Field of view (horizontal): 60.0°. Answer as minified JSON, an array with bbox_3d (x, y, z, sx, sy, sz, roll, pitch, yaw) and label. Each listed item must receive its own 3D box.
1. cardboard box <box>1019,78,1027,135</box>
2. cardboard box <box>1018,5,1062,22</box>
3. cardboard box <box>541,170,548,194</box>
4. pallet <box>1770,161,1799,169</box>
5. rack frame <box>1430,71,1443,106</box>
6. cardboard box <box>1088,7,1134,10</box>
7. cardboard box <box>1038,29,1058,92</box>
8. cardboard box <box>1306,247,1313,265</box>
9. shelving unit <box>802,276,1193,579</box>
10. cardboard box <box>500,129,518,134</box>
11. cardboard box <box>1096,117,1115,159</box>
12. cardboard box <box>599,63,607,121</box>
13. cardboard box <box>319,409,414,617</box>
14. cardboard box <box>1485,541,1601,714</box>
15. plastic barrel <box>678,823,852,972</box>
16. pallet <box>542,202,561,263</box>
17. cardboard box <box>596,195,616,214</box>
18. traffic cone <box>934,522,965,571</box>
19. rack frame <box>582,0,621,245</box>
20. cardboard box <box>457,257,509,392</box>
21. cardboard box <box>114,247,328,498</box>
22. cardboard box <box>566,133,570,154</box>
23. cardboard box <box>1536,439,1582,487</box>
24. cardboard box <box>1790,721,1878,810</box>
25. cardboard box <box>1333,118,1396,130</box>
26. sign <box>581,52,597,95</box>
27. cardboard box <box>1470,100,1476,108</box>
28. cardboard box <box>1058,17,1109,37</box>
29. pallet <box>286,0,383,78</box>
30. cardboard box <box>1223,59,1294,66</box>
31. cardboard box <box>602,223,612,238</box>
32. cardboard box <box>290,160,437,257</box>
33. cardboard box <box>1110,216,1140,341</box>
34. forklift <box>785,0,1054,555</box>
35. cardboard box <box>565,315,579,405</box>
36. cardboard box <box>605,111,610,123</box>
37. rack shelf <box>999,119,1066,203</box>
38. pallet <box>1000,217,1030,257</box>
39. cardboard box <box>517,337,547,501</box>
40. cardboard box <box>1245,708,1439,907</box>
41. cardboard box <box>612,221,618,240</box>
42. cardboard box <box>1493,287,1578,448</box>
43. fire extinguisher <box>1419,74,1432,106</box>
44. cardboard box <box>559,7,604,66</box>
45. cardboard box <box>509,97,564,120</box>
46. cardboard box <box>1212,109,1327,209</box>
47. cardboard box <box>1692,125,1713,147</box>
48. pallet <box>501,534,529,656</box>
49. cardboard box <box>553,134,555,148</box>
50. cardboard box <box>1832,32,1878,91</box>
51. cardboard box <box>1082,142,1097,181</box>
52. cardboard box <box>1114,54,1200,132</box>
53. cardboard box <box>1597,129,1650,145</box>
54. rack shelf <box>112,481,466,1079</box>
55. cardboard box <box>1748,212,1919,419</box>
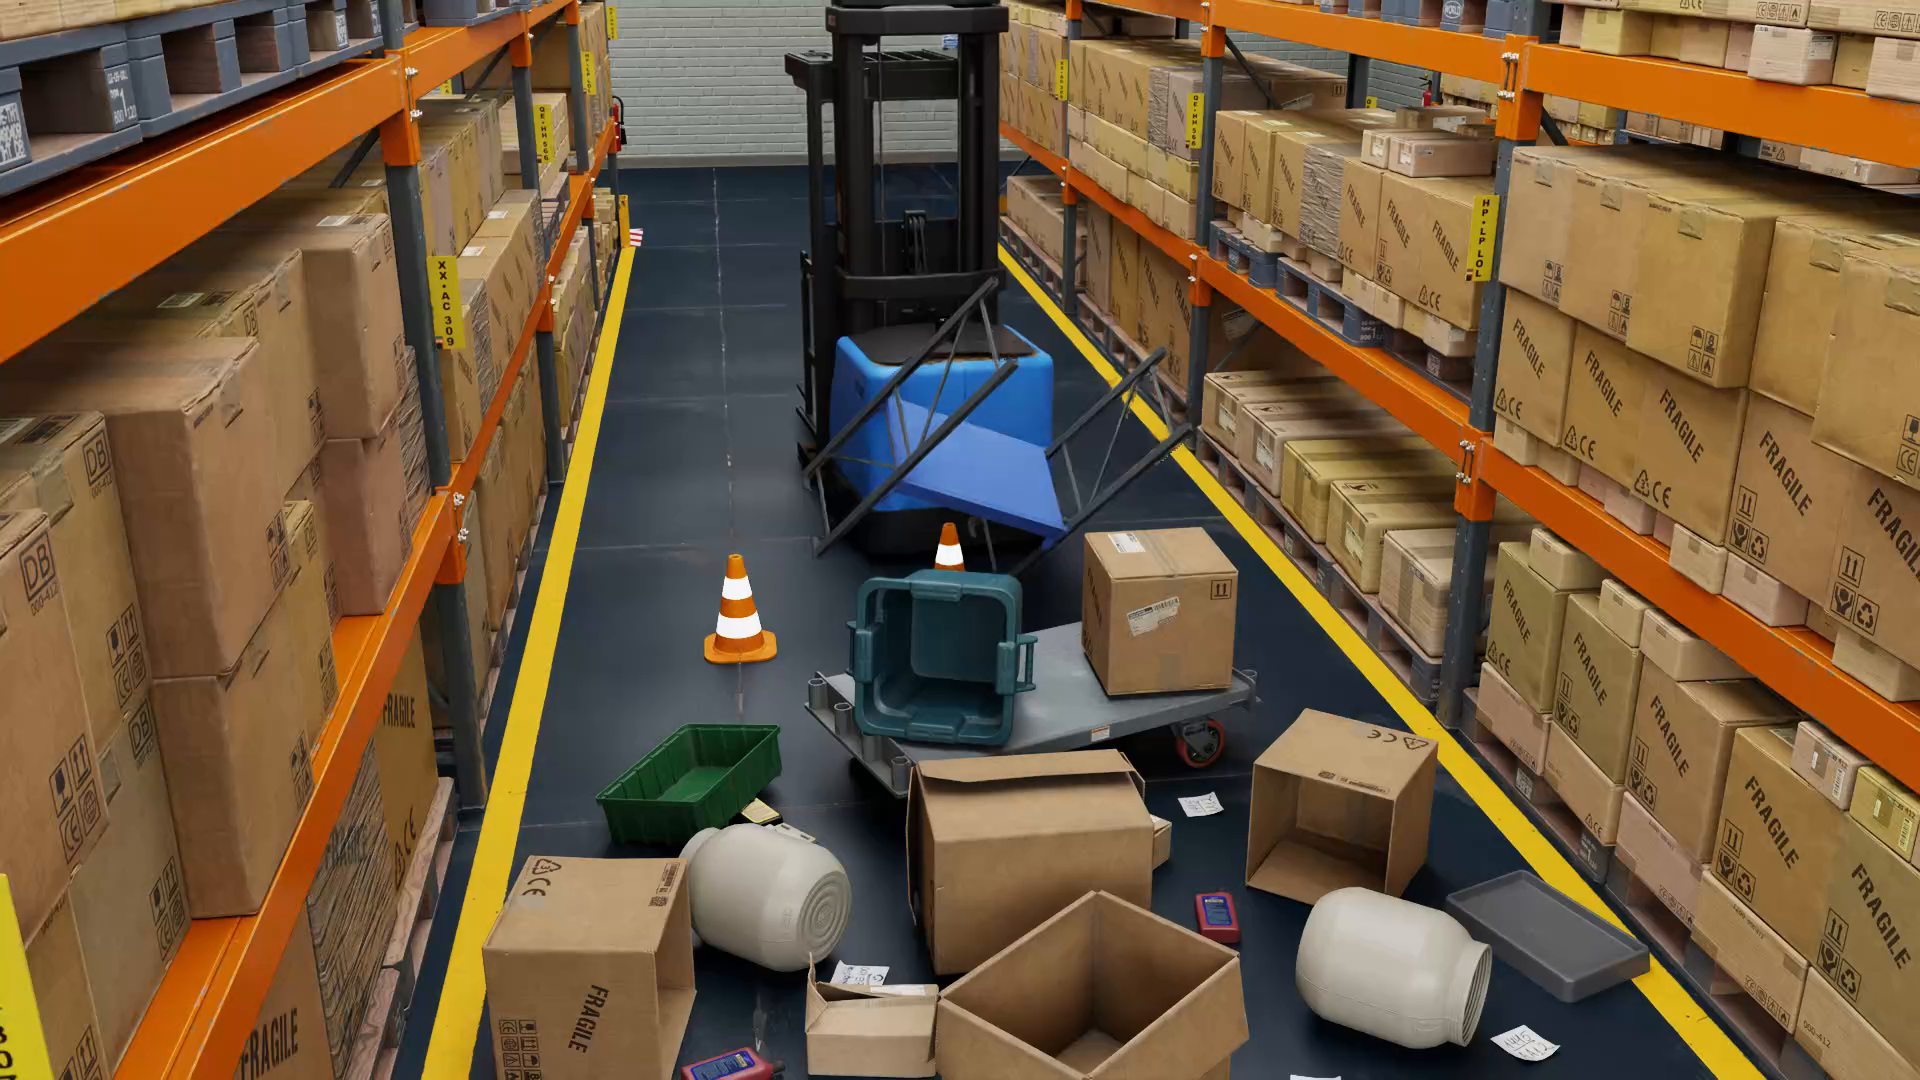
[{"bbox_3d":[0.846,-4.137,15.862,0.500,0.500,0.500,-2,21,-6],"label":"cardboard box"},{"bbox_3d":[0.766,-5.026,15.887,0.380,0.149,0.250,-3,21,-7],"label":"cardboard box"},{"bbox_3d":[-2.938,-2.355,10.994,0.380,0.149,0.250,-2,21,-6],"label":"cardboard box"},{"bbox_3d":[6.596,-2.859,12.858,1.003,0.211,1.213,-3,21,-8],"label":"pallet"},{"bbox_3d":[5.728,-5.045,18.438,1.000,3.000,0.127,-3,21,-8],"label":"rack frame"},{"bbox_3d":[1.404,-4.879,15.492,0.380,0.149,0.250,-3,21,-8],"label":"cardboard box"},{"bbox_3d":[0.987,-4.250,14.735,0.500,0.500,0.500,-3,21,-9],"label":"cardboard box"},{"bbox_3d":[2.044,-1.513,8.738,0.380,0.149,0.250,-2,21,-6],"label":"cardboard box"},{"bbox_3d":[0.142,-0.409,7.711,1.048,1.500,0.538,16,48,-35],"label":"shelving unit"},{"bbox_3d":[-2.899,-2.537,10.629,0.380,0.149,0.250,-4,21,-10],"label":"cardboard box"},{"bbox_3d":[1.327,-3.051,12.598,0.500,0.250,0.500,-3,21,-7],"label":"cardboard box"},{"bbox_3d":[-3.596,-4.199,15.604,0.500,0.500,0.500,-3,21,-8],"label":"cardboard box"},{"bbox_3d":[-2.171,-0.108,5.004,0.875,0.550,0.550,-3,21,-8],"label":"cardboard box"},{"bbox_3d":[2.364,0.319,6.333,0.500,0.500,0.500,-2,21,-5],"label":"cardboard box"},{"bbox_3d":[-0.656,1.168,5.484,0.512,0.421,0.421,12,24,30],"label":"plastic barrel"},{"bbox_3d":[-3.122,-1.891,10.266,1.213,0.211,1.003,-3,21,-8],"label":"pallet"},{"bbox_3d":[-3.598,-3.305,16.403,0.380,0.149,0.250,-3,21,-9],"label":"cardboard box"},{"bbox_3d":[-0.049,0.141,8.178,0.336,0.463,0.334,-3,21,-8],"label":"traffic cone"},{"bbox_3d":[-4.067,-4.509,17.002,1.000,3.000,0.127,-3,21,-8],"label":"rack frame"},{"bbox_3d":[-2.290,-0.945,7.316,0.500,0.500,0.500,-3,21,-8],"label":"cardboard box"},{"bbox_3d":[-2.182,-0.423,4.303,0.875,0.550,0.550,-3,21,-8],"label":"cardboard box"},{"bbox_3d":[-3.237,-3.076,12.923,0.380,0.149,0.250,-3,21,-9],"label":"cardboard box"},{"bbox_3d":[2.362,-0.311,6.121,0.380,0.149,0.250,-2,21,-6],"label":"cardboard box"},{"bbox_3d":[2.561,0.616,4.612,0.380,0.149,0.250,-2,21,-5],"label":"cardboard box"},{"bbox_3d":[2.396,-2.085,9.343,0.500,0.500,0.500,-3,21,-9],"label":"cardboard box"},{"bbox_3d":[-2.942,-3.696,13.170,0.100,0.325,0.005,-3,21,-8],"label":"sign"},{"bbox_3d":[5.658,-4.625,17.672,0.380,0.149,0.250,-3,21,-8],"label":"cardboard box"},{"bbox_3d":[1.034,-4.319,13.993,0.380,0.149,0.250,-3,21,-9],"label":"cardboard box"},{"bbox_3d":[-2.230,-1.434,4.609,1.003,0.211,1.213,-3,21,-8],"label":"pallet"},{"bbox_3d":[2.000,-3.073,11.586,0.500,0.500,0.500,-2,21,-6],"label":"cardboard box"},{"bbox_3d":[-3.545,-2.983,15.965,0.380,0.149,0.250,-3,21,-7],"label":"cardboard box"},{"bbox_3d":[-2.491,-1.219,6.621,0.700,0.500,0.500,-3,21,-9],"label":"cardboard box"},{"bbox_3d":[1.700,-2.087,12.954,0.875,0.875,0.875,-2,21,-6],"label":"cardboard box"},{"bbox_3d":[-0.383,-1.777,9.786,1.130,2.935,3.031,-6,21,-15],"label":"forklift"},{"bbox_3d":[-2.839,-1.197,11.106,0.500,0.500,0.500,-3,21,-7],"label":"cardboard box"},{"bbox_3d":[-3.741,-4.293,16.782,0.380,0.149,0.250,-3,21,-8],"label":"cardboard box"},{"bbox_3d":[1.105,-3.764,16.036,1.077,0.370,4.000,-3,21,-8],"label":"rack shelf"},{"bbox_3d":[1.009,-3.215,17.521,1.003,0.211,1.213,-3,21,-8],"label":"pallet"},{"bbox_3d":[-2.915,-0.667,9.329,1.050,0.750,0.750,-3,21,-8],"label":"cardboard box"},{"bbox_3d":[1.354,0.970,5.900,0.500,0.500,0.500,12,24,29],"label":"cardboard box"},{"bbox_3d":[-3.648,-3.115,16.743,0.380,0.149,0.250,-2,21,-6],"label":"cardboard box"},{"bbox_3d":[2.334,-0.659,6.125,0.500,0.500,0.500,-3,21,-8],"label":"cardboard box"},{"bbox_3d":[5.249,-4.862,18.591,0.296,0.674,0.183,-3,21,-8],"label":"fire extinguisher"},{"bbox_3d":[-3.598,-4.663,15.416,0.500,0.500,0.500,-2,21,-5],"label":"cardboard box"},{"bbox_3d":[-3.200,-3.260,12.566,0.380,0.149,0.250,-4,21,-9],"label":"cardboard box"},{"bbox_3d":[1.806,-2.239,9.757,0.500,0.500,0.500,-4,21,-9],"label":"cardboard box"},{"bbox_3d":[6.125,-3.294,13.340,0.396,0.266,0.258,-2,21,-5],"label":"cardboard box"},{"bbox_3d":[-2.702,0.265,8.204,1.003,0.211,1.213,-3,21,-8],"label":"pallet"},{"bbox_3d":[-3.044,-2.759,11.649,0.380,0.149,0.250,-3,21,-8],"label":"cardboard box"},{"bbox_3d":[2.570,-1.271,4.405,0.380,0.149,0.250,-3,21,-7],"label":"cardboard box"},{"bbox_3d":[1.271,-2.994,13.159,0.500,0.250,0.500,-3,21,-9],"label":"cardboard box"},{"bbox_3d":[1.423,-3.230,12.005,0.500,0.500,0.500,-3,21,-9],"label":"cardboard box"},{"bbox_3d":[6.009,-3.641,15.035,0.380,0.149,0.250,-3,21,-7],"label":"cardboard box"},{"bbox_3d":[-2.049,0.675,4.150,1.077,0.370,4.000,-3,21,-8],"label":"rack shelf"},{"bbox_3d":[2.658,-0.601,4.542,0.700,0.500,0.500,-3,21,-8],"label":"cardboard box"}]
